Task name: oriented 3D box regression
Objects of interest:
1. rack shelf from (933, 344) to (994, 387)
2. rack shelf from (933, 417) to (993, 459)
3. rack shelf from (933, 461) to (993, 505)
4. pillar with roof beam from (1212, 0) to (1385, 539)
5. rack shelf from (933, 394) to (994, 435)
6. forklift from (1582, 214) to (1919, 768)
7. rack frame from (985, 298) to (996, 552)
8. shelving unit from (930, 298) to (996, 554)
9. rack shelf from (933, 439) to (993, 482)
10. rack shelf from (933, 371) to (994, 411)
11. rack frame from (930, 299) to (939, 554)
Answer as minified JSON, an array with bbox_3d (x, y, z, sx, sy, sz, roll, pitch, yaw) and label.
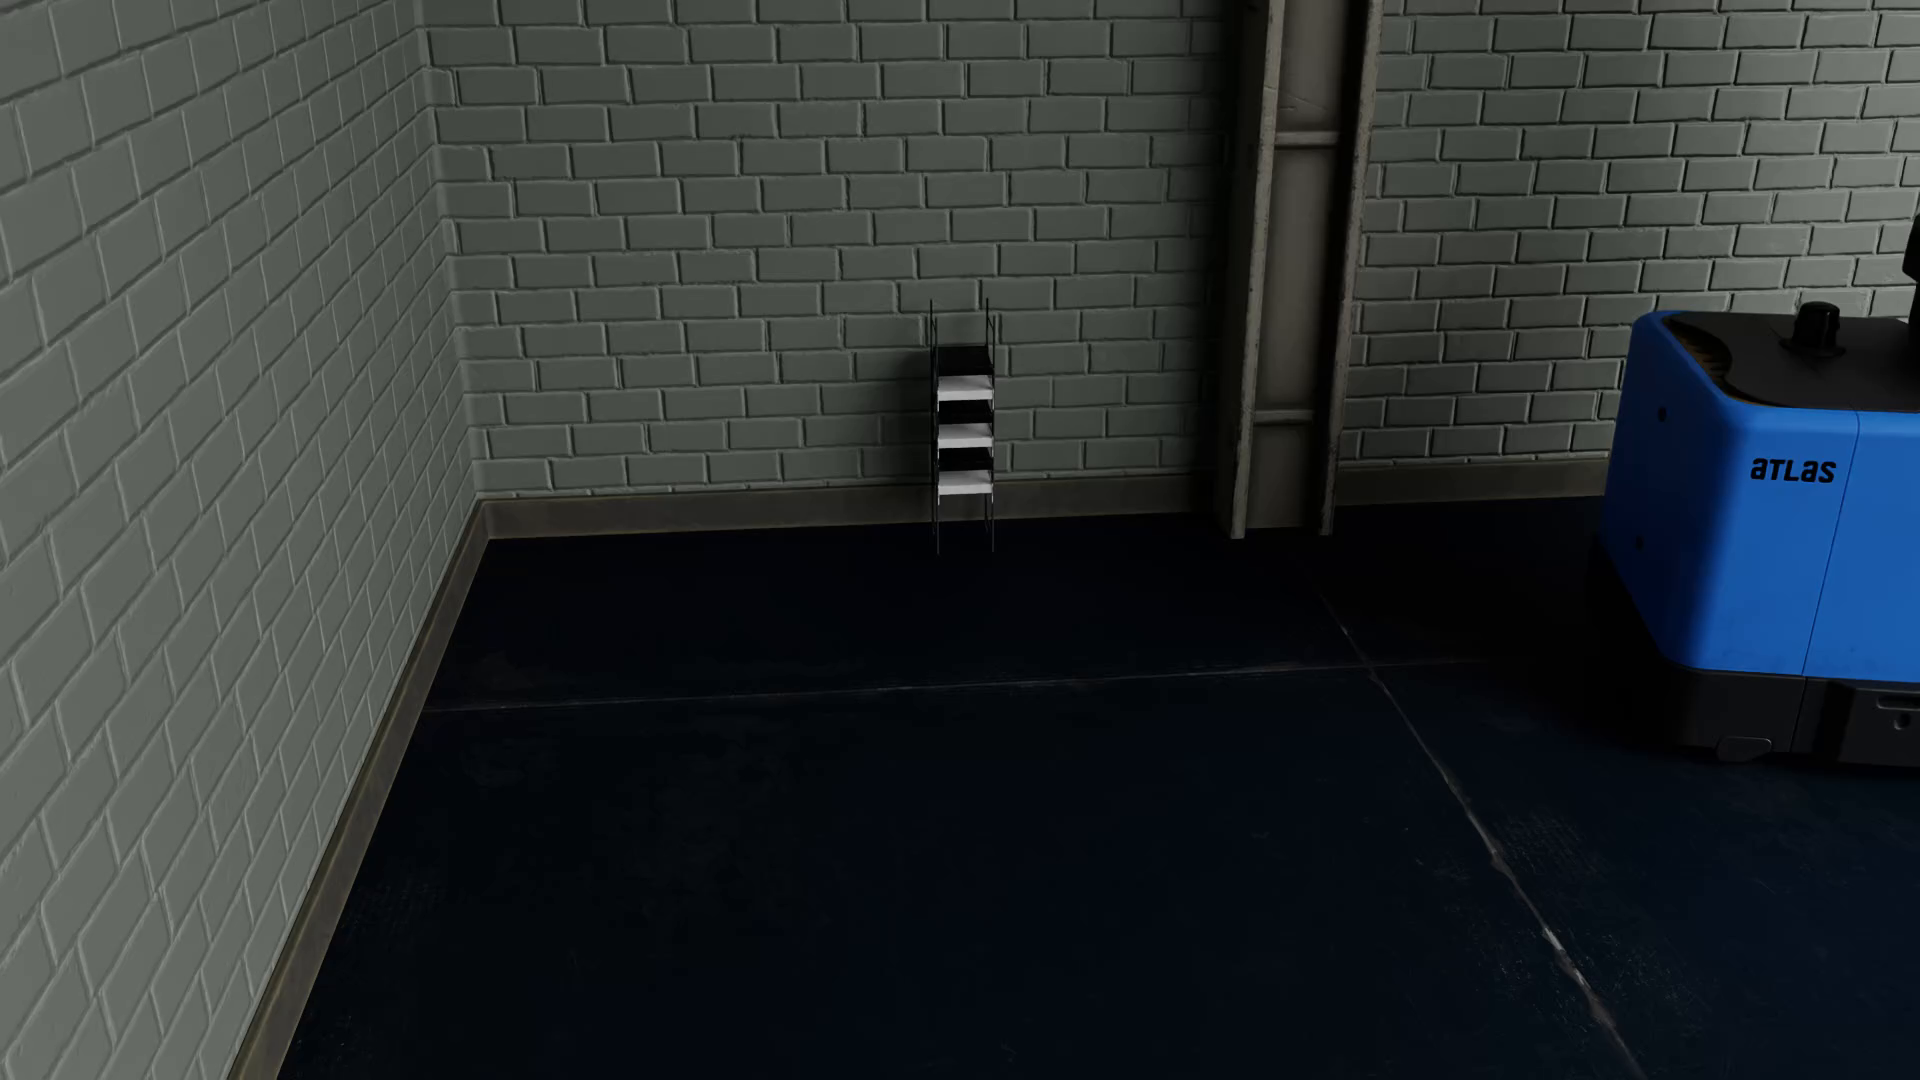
[{"bbox_3d":[0.008,-0.628,5.972,0.200,0.077,0.258,-2,24,-5],"label":"rack shelf"},{"bbox_3d":[0.008,-0.381,6.081,0.200,0.077,0.258,-2,24,-5],"label":"rack shelf"},{"bbox_3d":[0.008,-0.217,6.155,0.200,0.077,0.258,-2,24,-5],"label":"rack shelf"},{"bbox_3d":[1.620,-2.446,0.675,0.400,9.000,9.100,-2,24,-5],"label":"pillar with roof beam"},{"bbox_3d":[0.008,-0.463,6.045,0.200,0.077,0.258,-2,24,-5],"label":"rack shelf"},{"bbox_3d":[3.547,-0.818,4.483,3.031,2.935,1.130,3,24,7],"label":"forklift"},{"bbox_3d":[0.109,-0.416,6.077,0.006,0.900,0.240,-2,24,-5],"label":"rack frame"},{"bbox_3d":[0.008,-0.412,6.068,0.210,0.900,0.258,-2,24,-5],"label":"shelving unit"},{"bbox_3d":[0.008,-0.299,6.118,0.200,0.077,0.258,-2,24,-5],"label":"rack shelf"},{"bbox_3d":[0.008,-0.546,6.008,0.200,0.077,0.258,-2,24,-5],"label":"rack shelf"},{"bbox_3d":[-0.093,-0.407,6.059,0.006,0.900,0.240,-2,24,-5],"label":"rack frame"}]
